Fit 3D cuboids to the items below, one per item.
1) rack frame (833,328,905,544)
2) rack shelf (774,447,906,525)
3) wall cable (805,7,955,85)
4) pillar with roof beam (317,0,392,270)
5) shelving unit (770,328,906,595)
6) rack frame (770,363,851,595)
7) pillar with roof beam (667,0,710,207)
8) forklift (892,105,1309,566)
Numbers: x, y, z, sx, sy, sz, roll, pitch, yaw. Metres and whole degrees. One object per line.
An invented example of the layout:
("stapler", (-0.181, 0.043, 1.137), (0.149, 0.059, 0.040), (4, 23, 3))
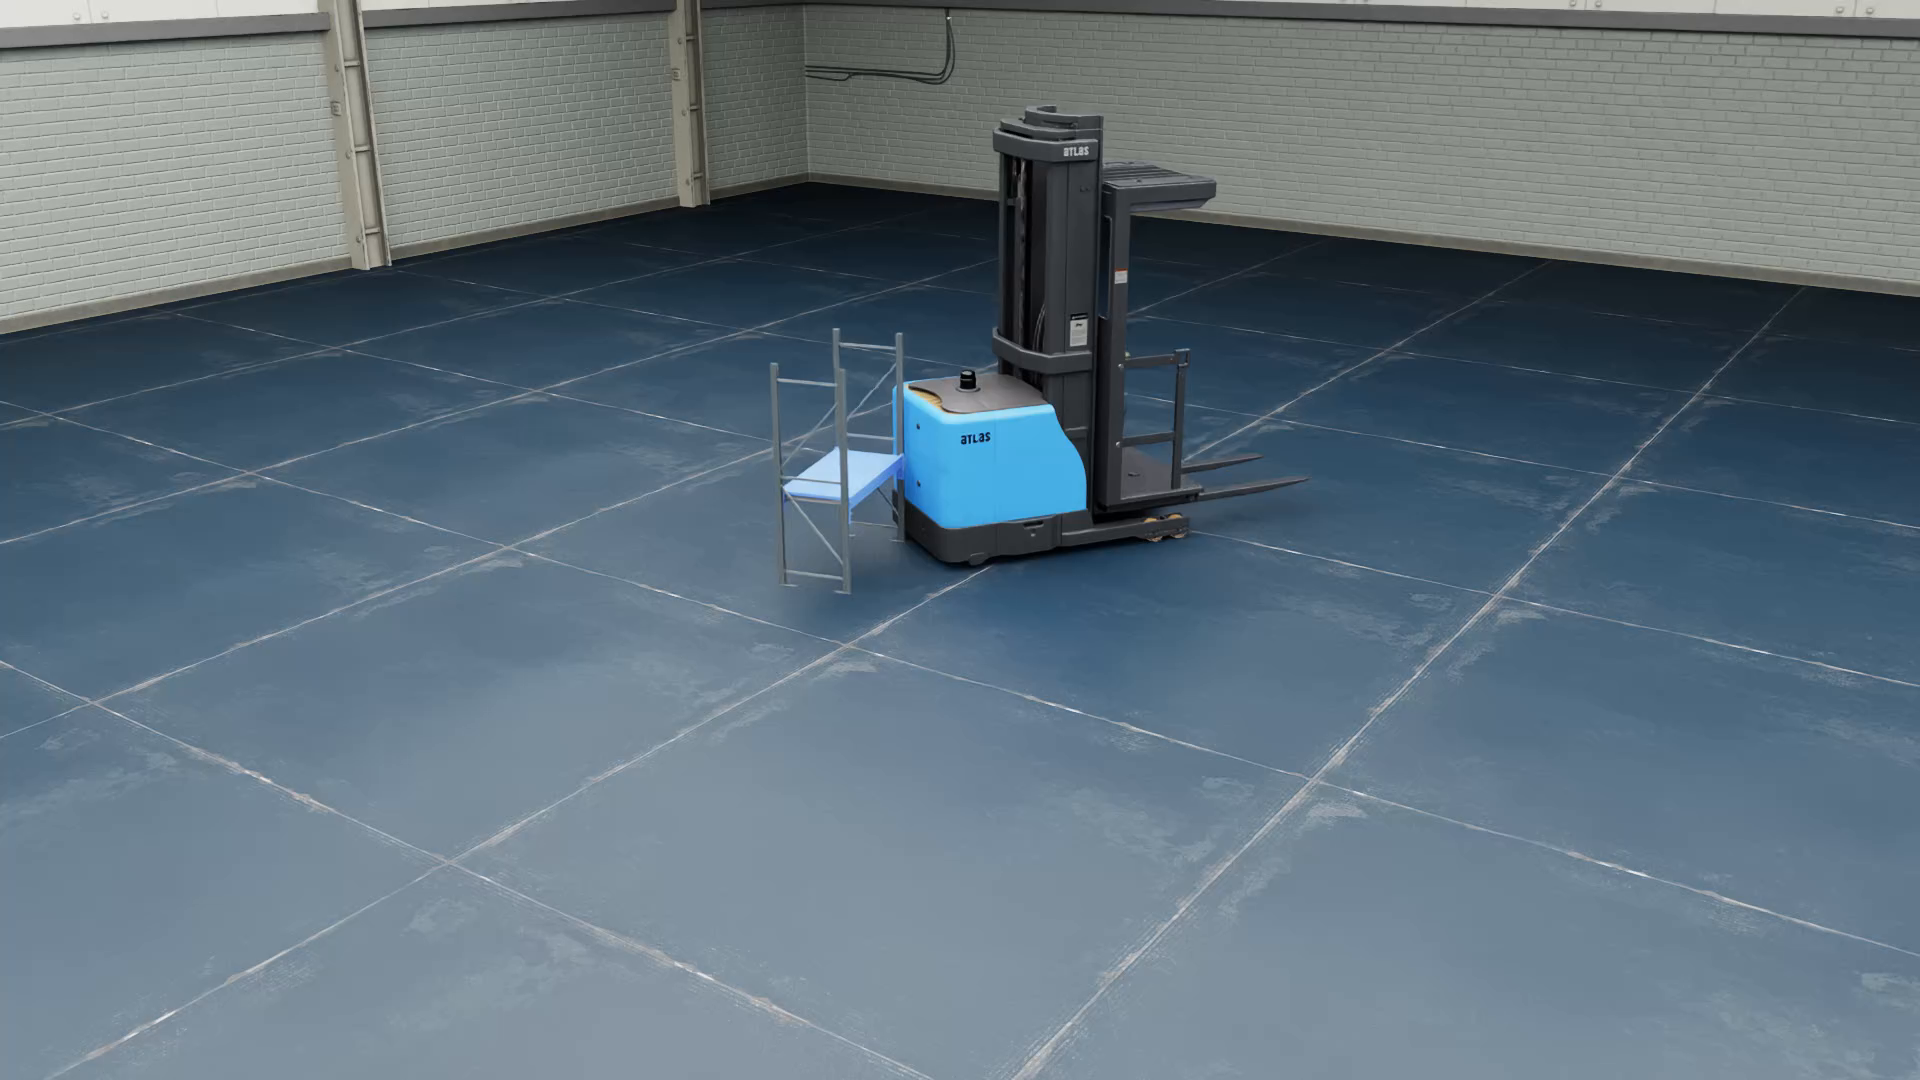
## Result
("rack frame", (-0.626, -0.711, 11.525), (0.500, 1.500, 0.032), (7, 21, 17))
("rack shelf", (-0.788, -0.375, 11.136), (0.538, 0.185, 1.000), (7, 21, 17))
("wall cable", (-1.377, -8.561, 26.413), (3.097, 2.526, 0.112), (13, 24, 32))
("pillar with roof beam", (-3.939, -6.868, 17.362), (9.100, 9.000, 0.400), (13, 24, 32))
("shelving unit", (-0.788, -0.544, 11.073), (0.538, 1.500, 1.048), (7, 21, 17))
("rack frame", (-0.950, -0.377, 10.621), (0.500, 1.500, 0.032), (7, 21, 17))
("pillar with roof beam", (-0.566, -8.590, 22.016), (9.100, 9.000, 0.400), (13, 24, 32))
("forklift", (1.078, -1.519, 11.648), (3.031, 2.935, 1.130), (-9, 22, -22))
